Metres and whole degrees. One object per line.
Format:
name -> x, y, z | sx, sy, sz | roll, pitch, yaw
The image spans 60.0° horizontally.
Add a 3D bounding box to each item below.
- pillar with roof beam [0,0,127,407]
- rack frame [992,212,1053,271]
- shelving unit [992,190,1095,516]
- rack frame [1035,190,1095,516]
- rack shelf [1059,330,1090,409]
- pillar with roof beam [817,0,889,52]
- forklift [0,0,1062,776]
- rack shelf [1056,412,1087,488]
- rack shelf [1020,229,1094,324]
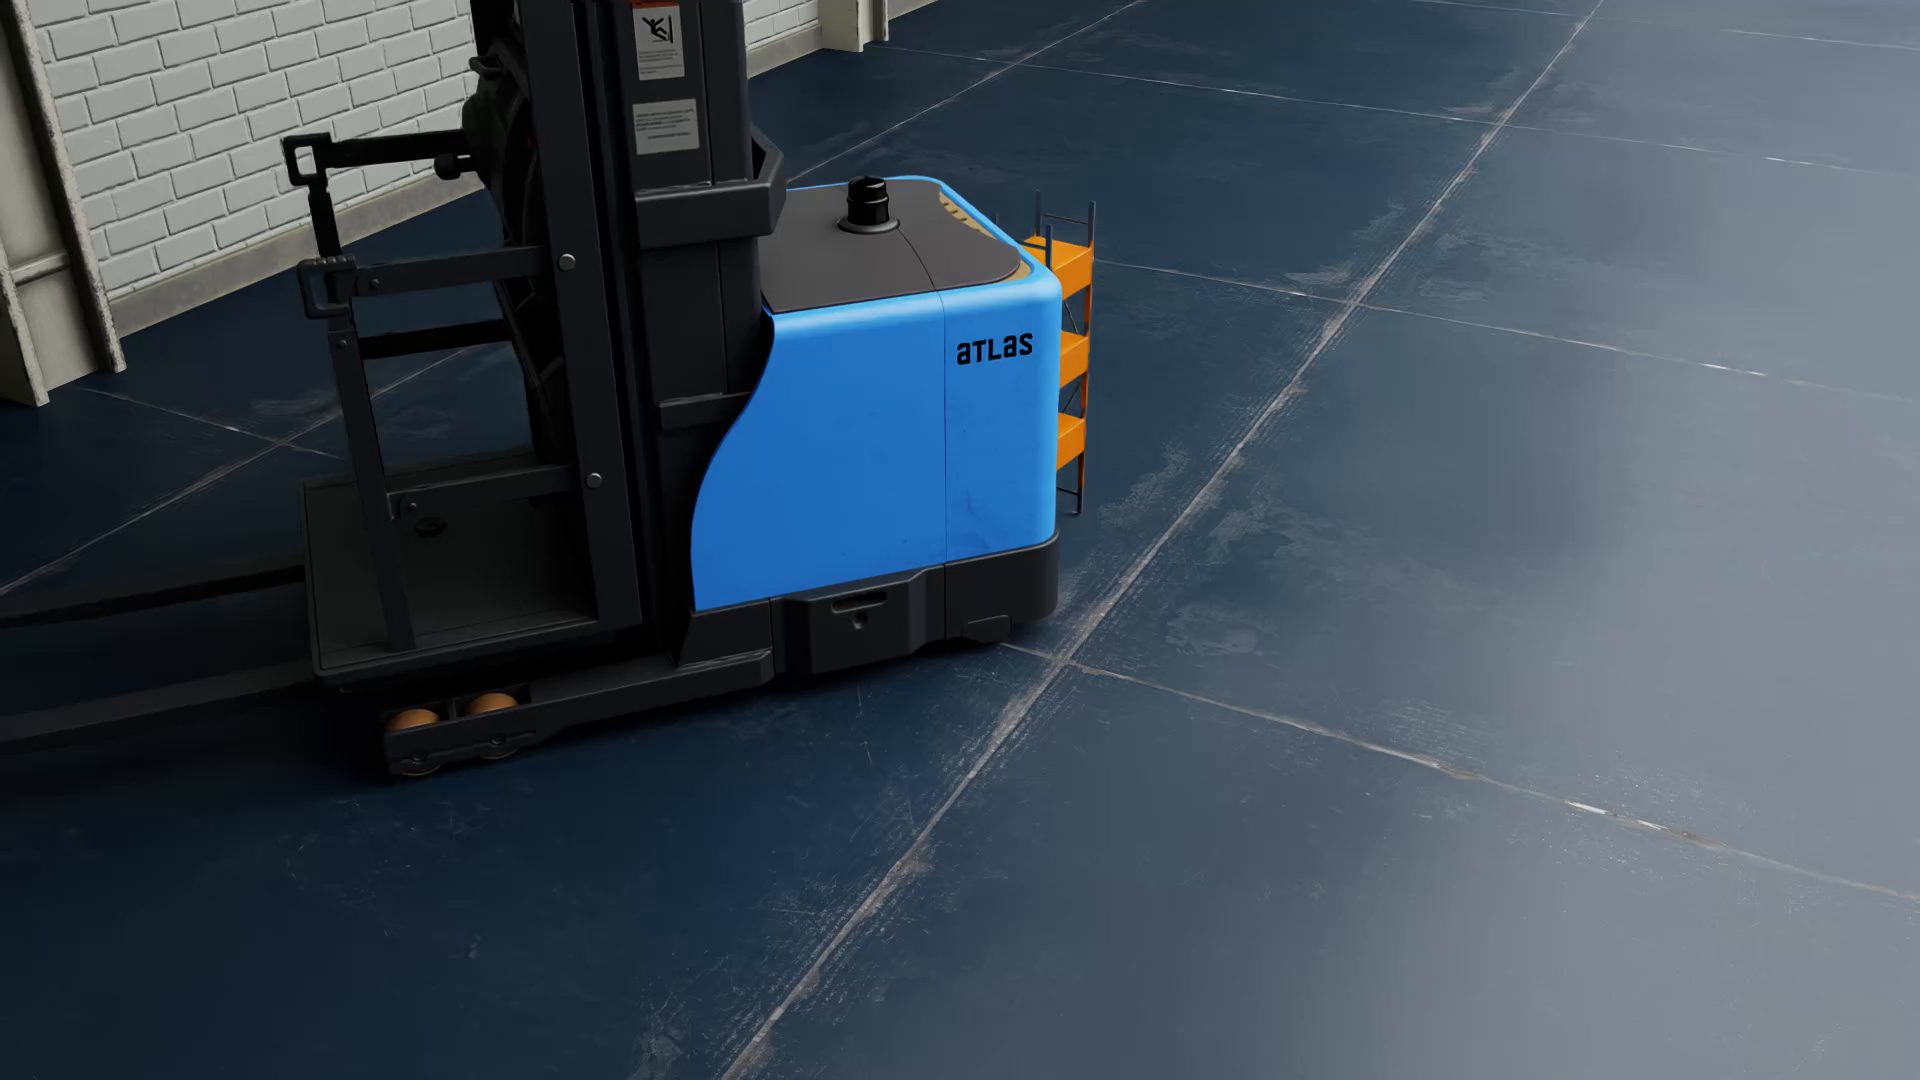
pillar with roof beam -> 0.401, -3.535, 2.370 | 9.100, 9.000, 0.400 | 14, 33, 23
rack frame -> 0.176, -0.460, 4.998 | 0.200, 1.050, 0.008 | 18, 35, 29
shelving unit -> 0.244, -0.511, 5.086 | 0.215, 1.050, 0.252 | 18, 35, 29
rack frame -> 0.311, -0.562, 5.174 | 0.200, 1.050, 0.008 | 18, 35, 29
rack shelf -> 0.244, -0.502, 5.091 | 0.215, 0.259, 0.240 | 18, 35, 29
pillar with roof beam -> 3.134, -6.195, 7.002 | 9.100, 9.000, 0.400 | 14, 33, 23
forklift -> -1.291, -0.972, 3.999 | 3.031, 2.935, 1.130 | -11, 32, -18
rack shelf -> 0.244, -0.261, 5.229 | 0.215, 0.259, 0.240 | 18, 35, 29
rack shelf -> 0.244, -0.748, 4.950 | 0.215, 0.259, 0.240 | 18, 35, 29
